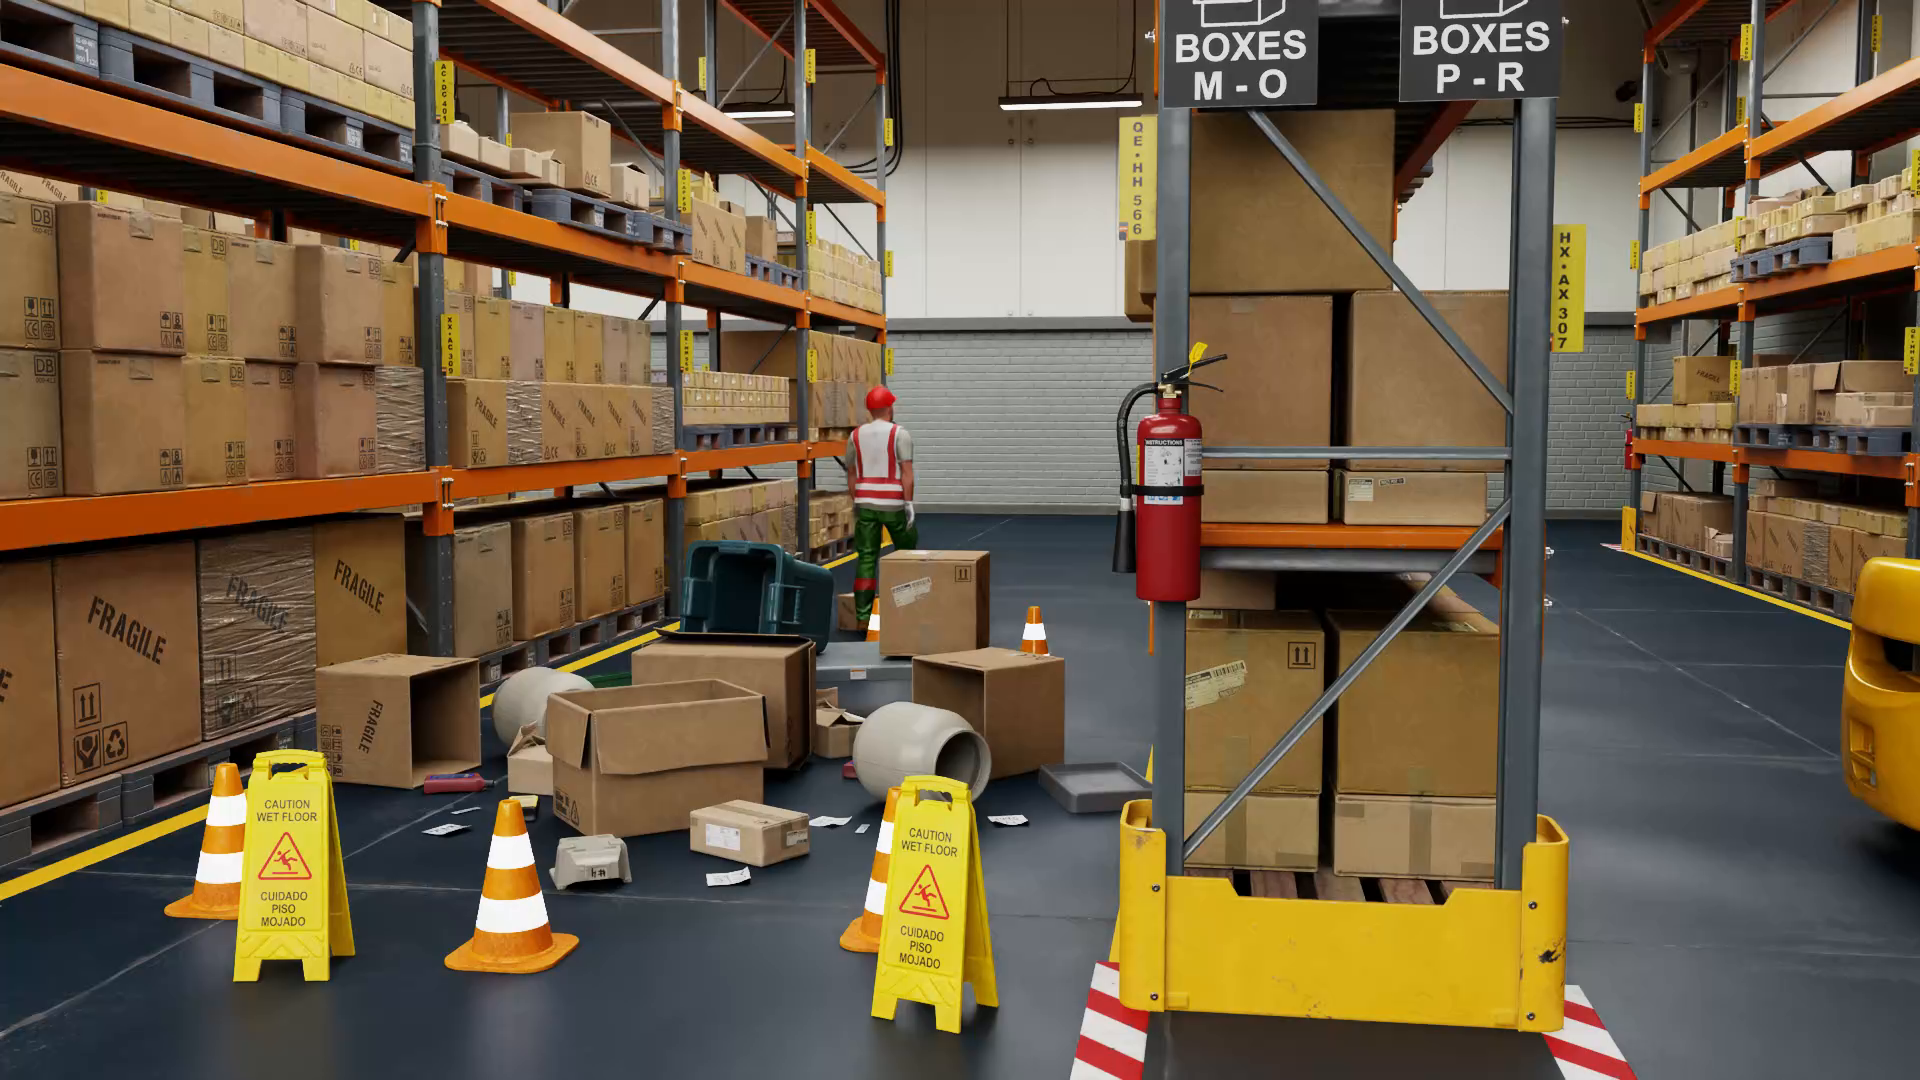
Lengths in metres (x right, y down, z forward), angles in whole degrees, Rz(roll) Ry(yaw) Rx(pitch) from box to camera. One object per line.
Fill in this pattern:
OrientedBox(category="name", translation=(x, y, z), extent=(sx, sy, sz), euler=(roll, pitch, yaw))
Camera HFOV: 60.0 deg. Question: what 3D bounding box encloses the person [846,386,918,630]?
OrientedBox(category="person", translation=(-0.577, -0.201, 12.197), extent=(0.586, 1.851, 0.630), euler=(1, 5, 17))
